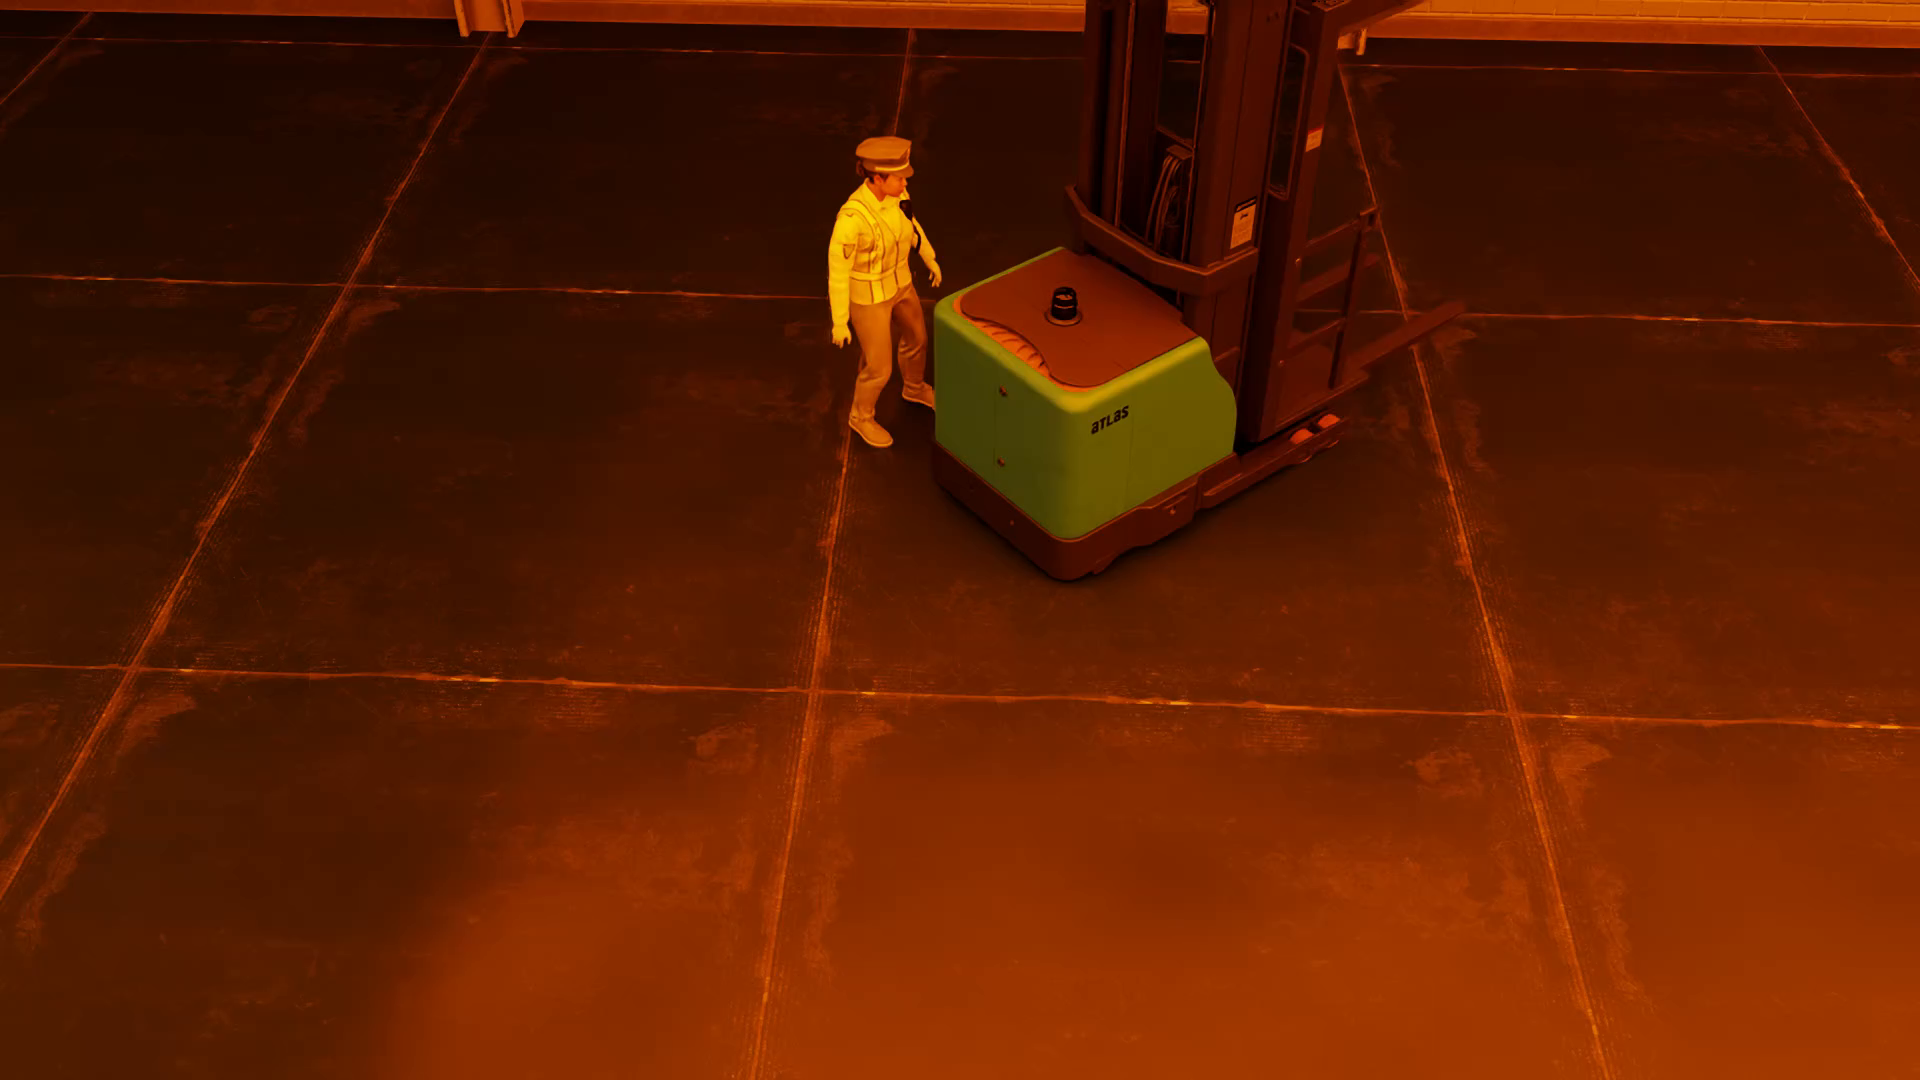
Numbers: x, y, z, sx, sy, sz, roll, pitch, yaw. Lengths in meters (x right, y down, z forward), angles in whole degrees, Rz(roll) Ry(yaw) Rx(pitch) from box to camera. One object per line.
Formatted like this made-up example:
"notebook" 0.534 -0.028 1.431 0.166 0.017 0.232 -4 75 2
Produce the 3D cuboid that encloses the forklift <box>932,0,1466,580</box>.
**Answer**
"forklift" 1.336 -1.725 7.632 3.031 2.935 1.130 -28 49 -27

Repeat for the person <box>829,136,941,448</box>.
"person" -0.357 -1.194 8.011 0.376 1.641 0.713 24 48 24
